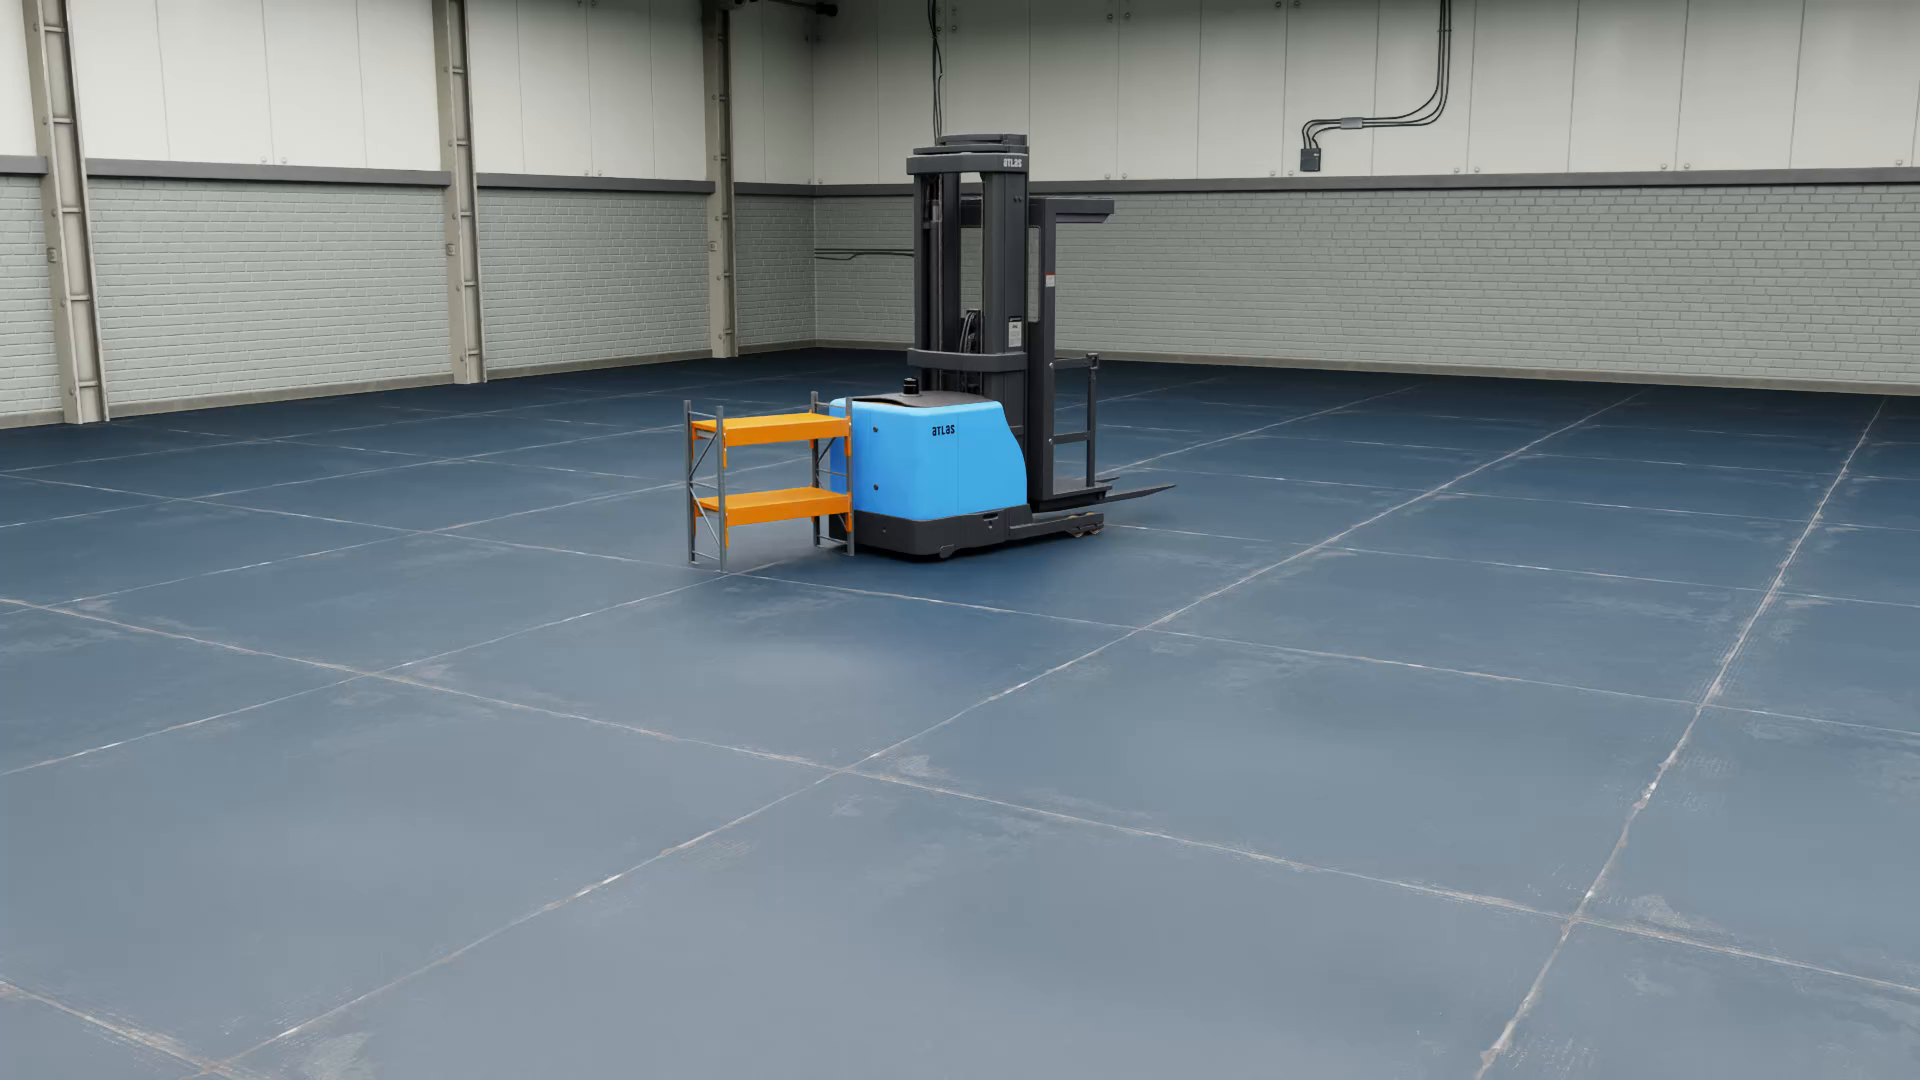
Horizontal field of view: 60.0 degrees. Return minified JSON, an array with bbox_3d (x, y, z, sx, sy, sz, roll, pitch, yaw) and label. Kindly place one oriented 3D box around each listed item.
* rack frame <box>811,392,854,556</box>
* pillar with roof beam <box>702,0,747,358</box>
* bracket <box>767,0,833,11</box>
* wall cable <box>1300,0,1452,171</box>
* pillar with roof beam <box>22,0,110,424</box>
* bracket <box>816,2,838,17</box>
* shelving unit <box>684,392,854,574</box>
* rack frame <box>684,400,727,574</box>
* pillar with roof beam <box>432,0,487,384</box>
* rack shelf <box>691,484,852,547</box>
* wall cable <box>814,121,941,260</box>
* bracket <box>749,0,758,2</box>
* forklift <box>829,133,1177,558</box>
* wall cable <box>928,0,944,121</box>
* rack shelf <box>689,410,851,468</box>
[{"bbox_3d":[-0.909,-0.476,11.854,0.032,1.125,0.500,-8,13,-36],"label":"rack frame"},{"bbox_3d":[-0.571,-7.320,27.015,9.100,9.000,0.548,6,12,31],"label":"pillar with roof beam"},{"bbox_3d":[-2.808,-9.812,30.543,0.076,0.066,3.189,6,12,31],"label":"bracket"},{"bbox_3d":[6.515,-8.831,25.841,2.305,6.003,0.169,6,12,31],"label":"wall cable"},{"bbox_3d":[-6.801,-5.433,16.934,9.100,9.000,0.400,6,12,31],"label":"pillar with roof beam"},{"bbox_3d":[-2.501,-9.905,31.039,0.235,0.232,0.430,6,12,31],"label":"bracket"},{"bbox_3d":[-1.317,-0.420,11.555,1.048,1.125,0.538,-8,13,-36],"label":"shelving unit"},{"bbox_3d":[-1.724,-0.364,11.257,0.032,1.125,0.500,-8,13,-36],"label":"rack frame"},{"bbox_3d":[-3.686,-6.377,21.975,9.100,9.000,0.400,6,12,31],"label":"pillar with roof beam"},{"bbox_3d":[-1.317,-0.180,11.600,1.000,0.278,0.538,-8,13,-36],"label":"rack shelf"},{"bbox_3d":[-1.591,-6.542,31.298,3.097,2.526,0.112,6,12,31],"label":"wall cable"},{"bbox_3d":[-3.732,-9.532,29.048,0.235,0.232,0.430,6,12,31],"label":"bracket"},{"bbox_3d":[0.452,-1.522,12.531,3.031,2.935,1.130,-10,15,-43],"label":"forklift"},{"bbox_3d":[0.721,-8.766,29.453,3.097,2.526,0.112,6,12,31],"label":"wall cable"},{"bbox_3d":[-1.317,-0.708,11.501,1.000,0.278,0.538,-8,13,-36],"label":"rack shelf"}]
